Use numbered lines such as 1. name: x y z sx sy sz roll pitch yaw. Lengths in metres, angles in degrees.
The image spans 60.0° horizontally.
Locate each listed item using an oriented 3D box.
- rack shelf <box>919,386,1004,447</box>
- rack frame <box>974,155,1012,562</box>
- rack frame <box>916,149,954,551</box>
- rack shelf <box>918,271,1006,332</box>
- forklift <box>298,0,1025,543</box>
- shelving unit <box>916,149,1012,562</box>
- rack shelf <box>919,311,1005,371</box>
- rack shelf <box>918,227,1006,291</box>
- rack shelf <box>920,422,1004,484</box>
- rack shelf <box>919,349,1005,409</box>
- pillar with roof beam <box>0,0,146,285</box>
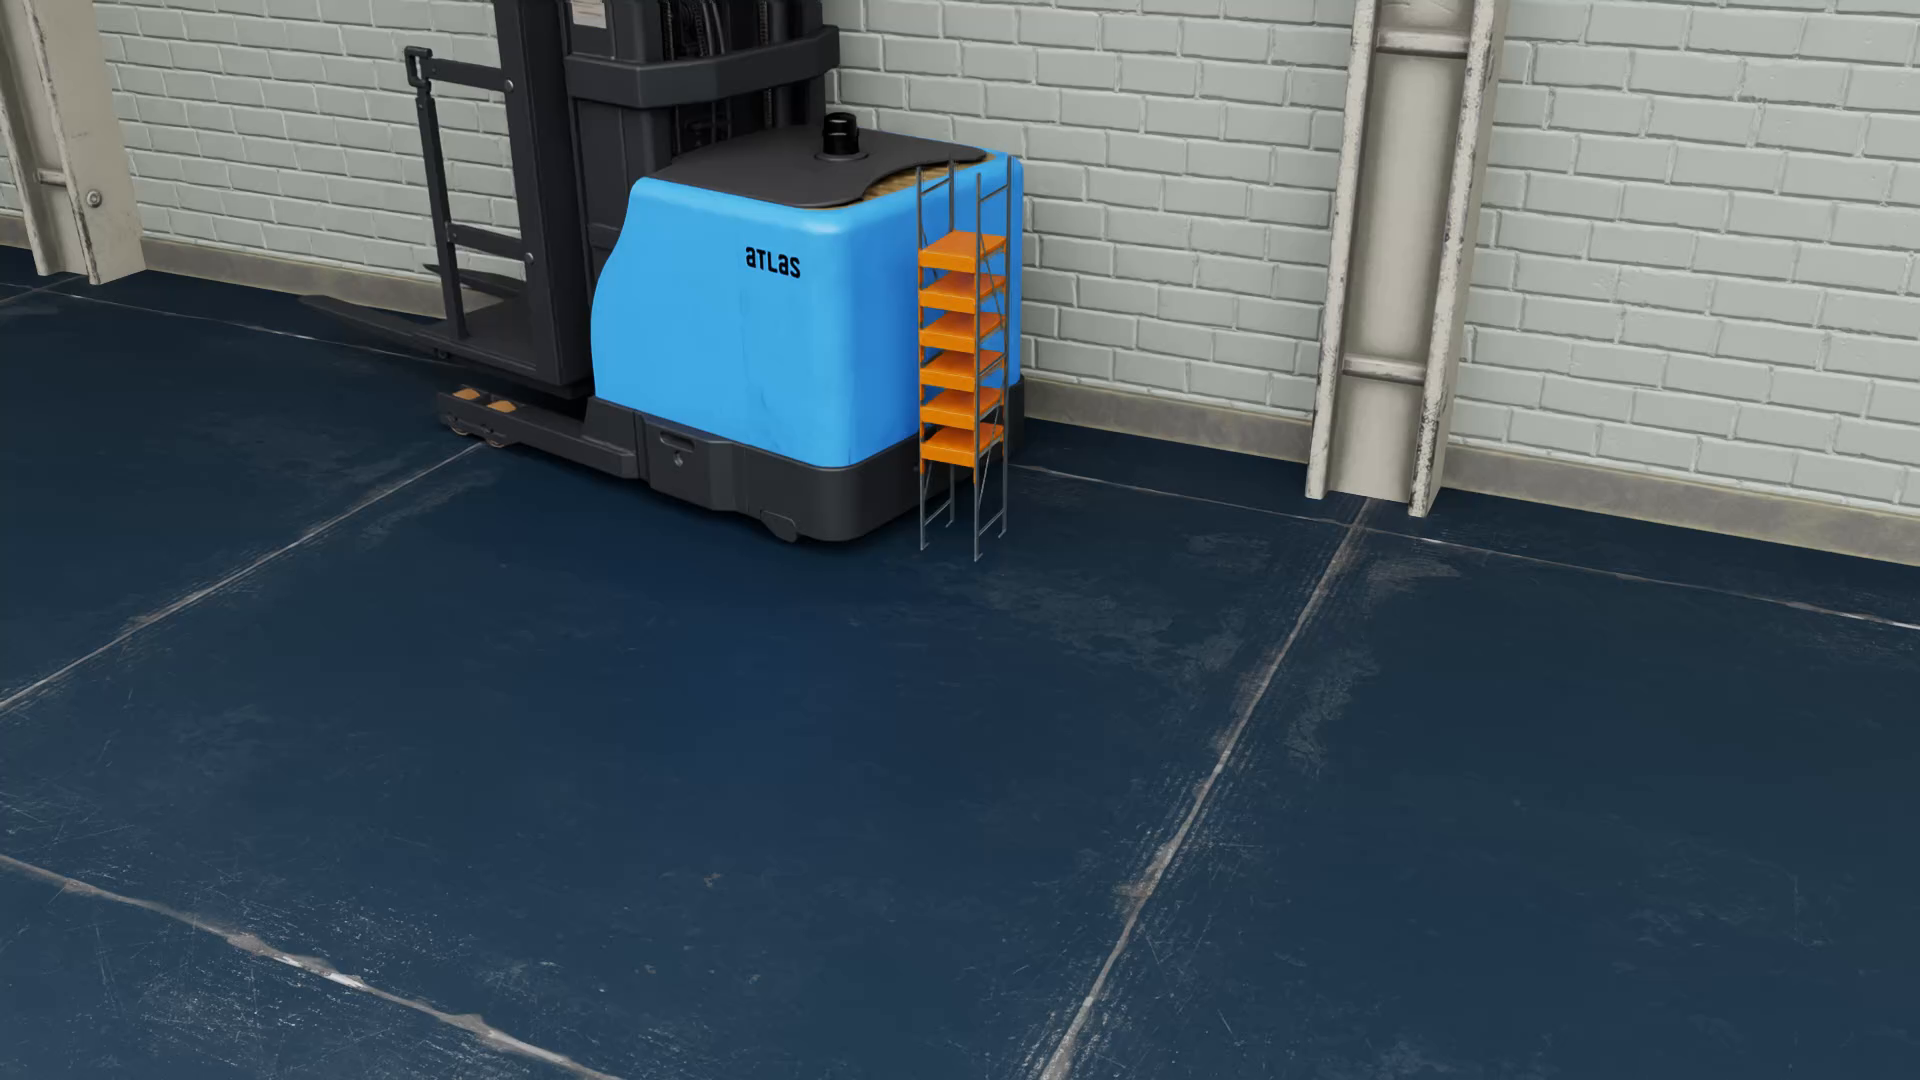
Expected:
1. rack shelf: 0.013 -0.388 5.052 0.180 0.103 0.258 11 28 22
2. rack frame: 0.096 -0.519 4.946 0.006 1.200 0.240 11 28 22
3. rack frame: -0.070 -0.552 5.014 0.006 1.200 0.240 11 28 22
4. rack shelf: 0.013 -0.711 4.893 0.180 0.103 0.258 11 28 22
5. forklift: -1.266 -1.810 5.609 3.031 2.935 1.130 18 31 32
6. shelving unit: 0.013 -0.536 4.980 0.189 1.200 0.258 11 28 22
7. rack shelf: 0.013 -0.603 4.946 0.180 0.103 0.258 11 28 22
8. rack shelf: 0.013 -0.819 4.840 0.180 0.103 0.258 11 28 22
9. rack shelf: 0.013 -0.280 5.105 0.180 0.103 0.258 11 28 22
10. rack shelf: 0.013 -0.496 4.999 0.180 0.103 0.258 11 28 22
11. pillar with roof beam: -5.851 -3.573 2.320 0.400 9.000 9.100 11 28 22
